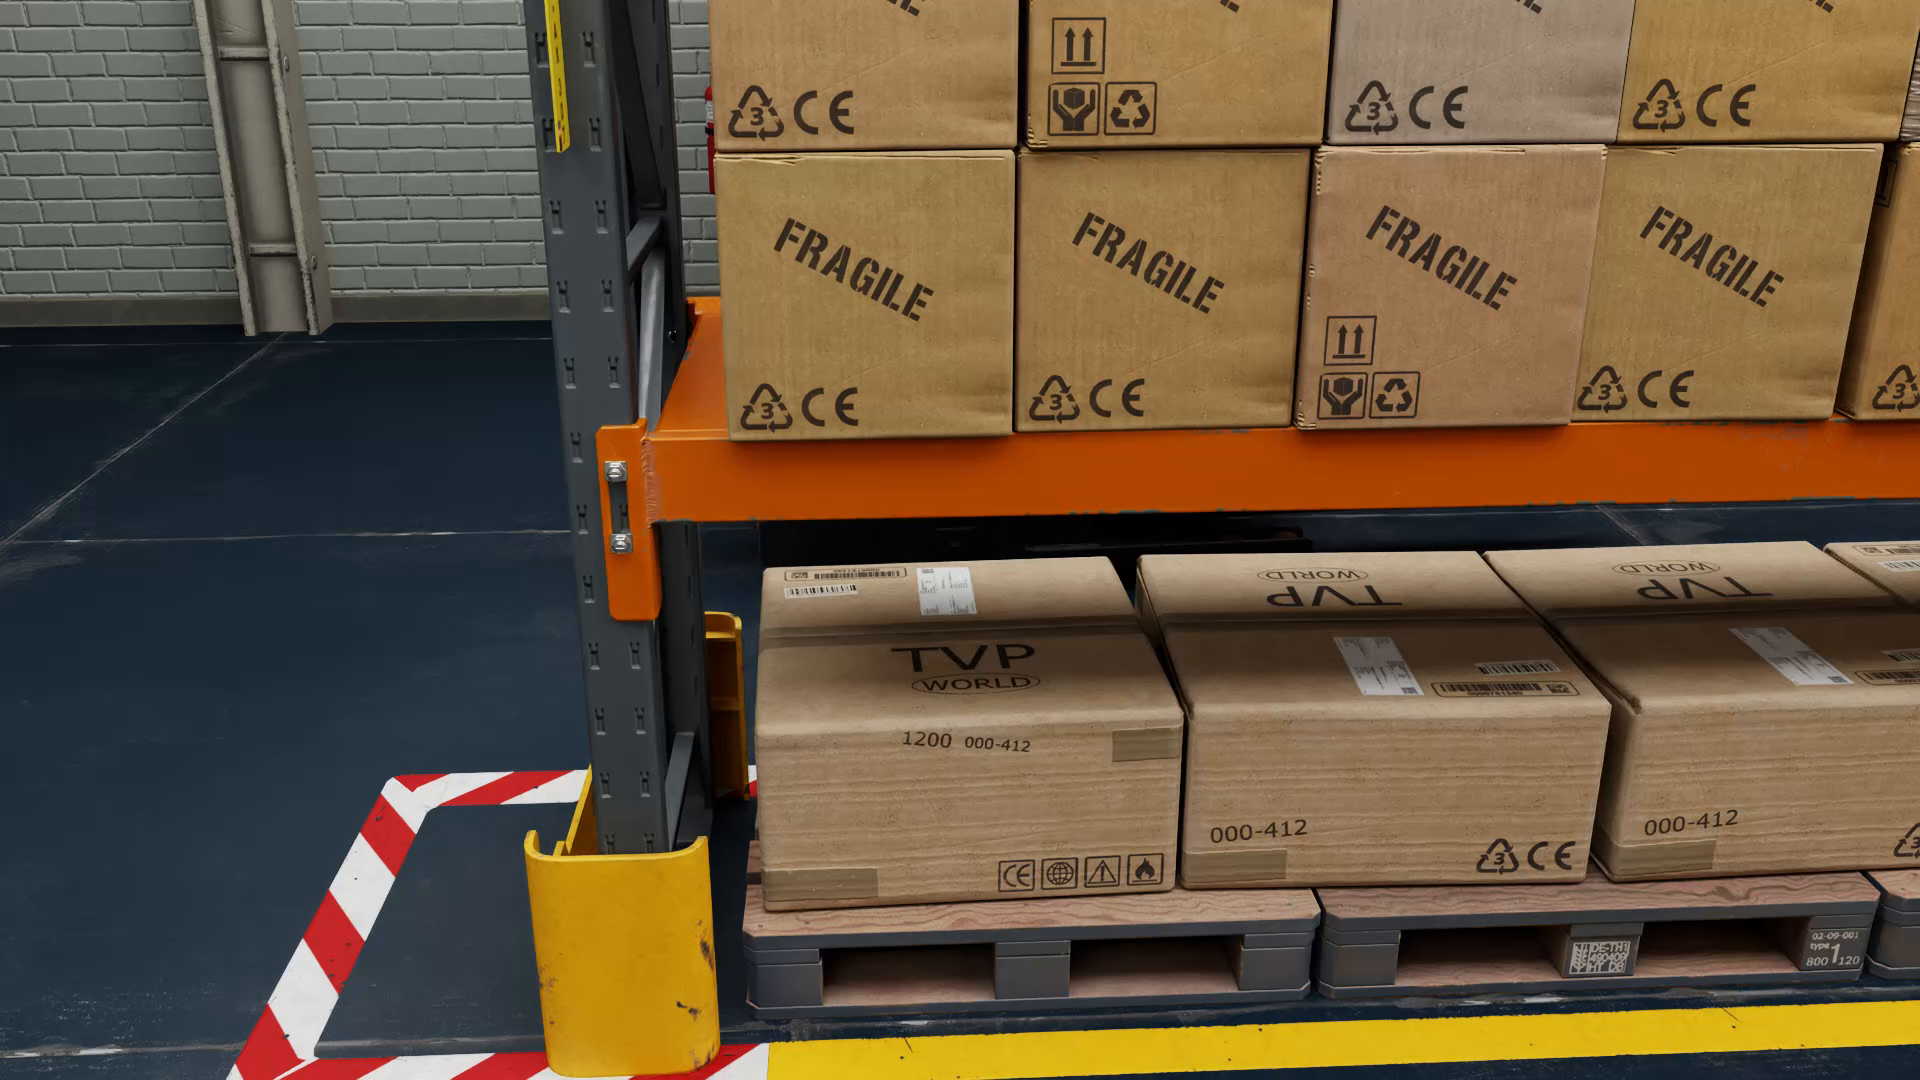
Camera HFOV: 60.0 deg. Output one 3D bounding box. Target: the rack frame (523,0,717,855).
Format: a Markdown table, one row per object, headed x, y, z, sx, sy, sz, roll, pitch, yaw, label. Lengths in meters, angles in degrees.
| x | y | z | sx | sy | sz | roll | pitch | yaw | label |
| --- | --- | --- | --- | --- | --- | --- | --- | --- | --- |
| -0.669 | -0.542 | 3.329 | 0.127 | 3.000 | 1.000 | -1 | 21 | -3 | rack frame |

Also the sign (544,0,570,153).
| x | y | z | sx | sy | sz | roll | pitch | yaw | label |
| --- | --- | --- | --- | --- | --- | --- | --- | --- | --- |
| -0.643 | -0.786 | 2.643 | 0.005 | 0.325 | 0.100 | -1 | 21 | -3 | sign |

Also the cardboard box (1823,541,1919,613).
| x | y | z | sx | sy | sz | roll | pitch | yaw | label |
| --- | --- | --- | --- | --- | --- | --- | --- | --- | --- |
| 2.692 | 0.352 | 3.990 | 0.875 | 0.438 | 0.875 | -1 | 21 | -4 | cardboard box |

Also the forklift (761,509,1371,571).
| x | y | z | sx | sy | sz | roll | pitch | yaw | label |
| --- | --- | --- | --- | --- | --- | --- | --- | --- | --- |
| 0.785 | -1.406 | 5.694 | 3.031 | 2.935 | 1.130 | -3 | 21 | -7 | forklift |

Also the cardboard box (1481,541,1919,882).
| x | y | z | sx | sy | sz | roll | pitch | yaw | label |
| --- | --- | --- | --- | --- | --- | --- | --- | --- | --- |
| 1.798 | 0.371 | 3.942 | 0.875 | 0.438 | 0.875 | -2 | 21 | -5 | cardboard box |

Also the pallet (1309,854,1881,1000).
| x | y | z | sx | sy | sz | roll | pitch | yaw | label |
| --- | --- | --- | --- | --- | --- | --- | --- | --- | --- |
| 1.340 | 0.693 | 4.003 | 1.213 | 0.211 | 1.003 | -1 | 21 | -3 | pallet |

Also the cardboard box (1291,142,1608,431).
| x | y | z | sx | sy | sz | roll | pitch | yaw | label |
| --- | --- | --- | --- | --- | --- | --- | --- | --- | --- |
| 0.839 | -0.521 | 3.132 | 0.500 | 0.500 | 0.500 | -1 | 21 | -3 | cardboard box |

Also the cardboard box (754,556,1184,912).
| x | y | z | sx | sy | sz | roll | pitch | yaw | label |
| --- | --- | --- | --- | --- | --- | --- | --- | --- | --- |
| -0.016 | 0.410 | 3.839 | 0.875 | 0.438 | 0.875 | -2 | 21 | -5 | cardboard box |

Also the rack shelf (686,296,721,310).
| x | y | z | sx | sy | sz | roll | pitch | yaw | label |
| --- | --- | --- | --- | --- | --- | --- | --- | --- | --- |
| -0.846 | -0.707 | 5.736 | 0.240 | 0.259 | 0.215 | -3 | 21 | -7 | rack shelf |

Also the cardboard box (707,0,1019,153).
| x | y | z | sx | sy | sz | roll | pitch | yaw | label |
| --- | --- | --- | --- | --- | --- | --- | --- | --- | --- |
| -0.174 | -0.965 | 2.893 | 0.500 | 0.500 | 0.500 | -2 | 21 | -4 | cardboard box |

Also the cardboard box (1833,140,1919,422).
| x | y | z | sx | sy | sz | roll | pitch | yaw | label |
| --- | --- | --- | --- | --- | --- | --- | --- | --- | --- |
| 1.862 | -0.542 | 3.188 | 0.500 | 0.500 | 0.500 | -1 | 21 | -4 | cardboard box |

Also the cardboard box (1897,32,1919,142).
| x | y | z | sx | sy | sz | roll | pitch | yaw | label |
| --- | --- | --- | --- | --- | --- | --- | --- | --- | --- |
| 1.854 | -1.009 | 3.009 | 0.500 | 0.500 | 0.500 | -1 | 21 | -2 | cardboard box |

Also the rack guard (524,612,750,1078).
| x | y | z | sx | sy | sz | roll | pitch | yaw | label |
| --- | --- | --- | --- | --- | --- | --- | --- | --- | --- |
| -0.693 | 0.627 | 3.773 | 0.348 | 0.500 | 1.175 | -1 | 21 | -3 | rack guard |

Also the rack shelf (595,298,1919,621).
| x | y | z | sx | sy | sz | roll | pitch | yaw | label |
| --- | --- | --- | --- | --- | --- | --- | --- | --- | --- |
| 1.328 | -0.247 | 3.564 | 4.000 | 0.370 | 1.077 | -1 | 21 | -3 | rack shelf |

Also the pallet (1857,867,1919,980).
| x | y | z | sx | sy | sz | roll | pitch | yaw | label |
| --- | --- | --- | --- | --- | --- | --- | --- | --- | --- |
| 2.561 | 0.668 | 4.071 | 1.213 | 0.211 | 1.003 | -1 | 21 | -3 | pallet |

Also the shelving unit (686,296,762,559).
| x | y | z | sx | sy | sz | roll | pitch | yaw | label |
| --- | --- | --- | --- | --- | --- | --- | --- | --- | --- |
| -0.846 | -0.452 | 5.833 | 0.252 | 1.050 | 0.215 | -3 | 21 | -7 | shelving unit |

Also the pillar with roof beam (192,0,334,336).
| x | y | z | sx | sy | sz | roll | pitch | yaw | label |
| --- | --- | --- | --- | --- | --- | --- | --- | --- | --- |
| -3.454 | -3.845 | 3.573 | 0.400 | 9.000 | 9.100 | -1 | 21 | -3 | pillar with roof beam |

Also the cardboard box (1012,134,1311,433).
| x | y | z | sx | sy | sz | roll | pitch | yaw | label |
| --- | --- | --- | --- | --- | --- | --- | --- | --- | --- |
| 0.330 | -0.517 | 3.122 | 0.500 | 0.500 | 0.500 | -1 | 21 | -4 | cardboard box |

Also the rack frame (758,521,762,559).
| x | y | z | sx | sy | sz | roll | pitch | yaw | label |
| --- | --- | --- | --- | --- | --- | --- | --- | --- | --- |
| -0.725 | -0.458 | 5.848 | 0.008 | 1.050 | 0.200 | -3 | 21 | -7 | rack frame |

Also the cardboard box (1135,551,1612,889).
| x | y | z | sx | sy | sz | roll | pitch | yaw | label |
| --- | --- | --- | --- | --- | --- | --- | --- | --- | --- |
| 0.897 | 0.389 | 3.895 | 0.875 | 0.438 | 0.875 | -1 | 21 | -2 | cardboard box |

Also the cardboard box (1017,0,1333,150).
| x | y | z | sx | sy | sz | roll | pitch | yaw | label |
| --- | --- | --- | --- | --- | --- | --- | --- | --- | --- |
| 0.342 | -0.978 | 2.927 | 0.500 | 0.500 | 0.500 | -2 | 21 | -5 | cardboard box |

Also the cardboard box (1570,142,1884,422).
| x | y | z | sx | sy | sz | roll | pitch | yaw | label |
| --- | --- | --- | --- | --- | --- | --- | --- | --- | --- |
| 1.338 | -0.537 | 3.175 | 0.500 | 0.500 | 0.500 | 0 | 21 | -1 | cardboard box |

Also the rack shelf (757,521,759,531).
| x | y | z | sx | sy | sz | roll | pitch | yaw | label |
| --- | --- | --- | --- | --- | --- | --- | --- | --- | --- |
| -0.846 | -0.183 | 5.936 | 0.240 | 0.259 | 0.215 | -3 | 21 | -7 | rack shelf |

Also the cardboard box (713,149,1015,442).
| x | y | z | sx | sy | sz | roll | pitch | yaw | label |
| --- | --- | --- | --- | --- | --- | --- | --- | --- | --- |
| -0.173 | -0.497 | 3.069 | 0.500 | 0.500 | 0.500 | -1 | 21 | -3 | cardboard box |

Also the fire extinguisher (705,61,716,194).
| x | y | z | sx | sy | sz | roll | pitch | yaw | label |
| --- | --- | --- | --- | --- | --- | --- | --- | --- | --- |
| -1.077 | -1.928 | 7.601 | 0.183 | 0.674 | 0.296 | -1 | 21 | -3 | fire extinguisher |

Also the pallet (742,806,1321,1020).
| x | y | z | sx | sy | sz | roll | pitch | yaw | label |
| --- | --- | --- | --- | --- | --- | --- | --- | --- | --- |
| 0.125 | 0.717 | 3.941 | 1.213 | 0.211 | 1.003 | -1 | 21 | -3 | pallet |

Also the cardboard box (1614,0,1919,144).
| x | y | z | sx | sy | sz | roll | pitch | yaw | label |
| --- | --- | --- | --- | --- | --- | --- | --- | --- | --- |
| 1.353 | -1.001 | 2.989 | 0.500 | 0.500 | 0.500 | -1 | 21 | -3 | cardboard box |

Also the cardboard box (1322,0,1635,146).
| x | y | z | sx | sy | sz | roll | pitch | yaw | label |
| --- | --- | --- | --- | --- | --- | --- | --- | --- | --- |
| 0.855 | -0.991 | 2.962 | 0.500 | 0.500 | 0.500 | -1 | 21 | -3 | cardboard box |
